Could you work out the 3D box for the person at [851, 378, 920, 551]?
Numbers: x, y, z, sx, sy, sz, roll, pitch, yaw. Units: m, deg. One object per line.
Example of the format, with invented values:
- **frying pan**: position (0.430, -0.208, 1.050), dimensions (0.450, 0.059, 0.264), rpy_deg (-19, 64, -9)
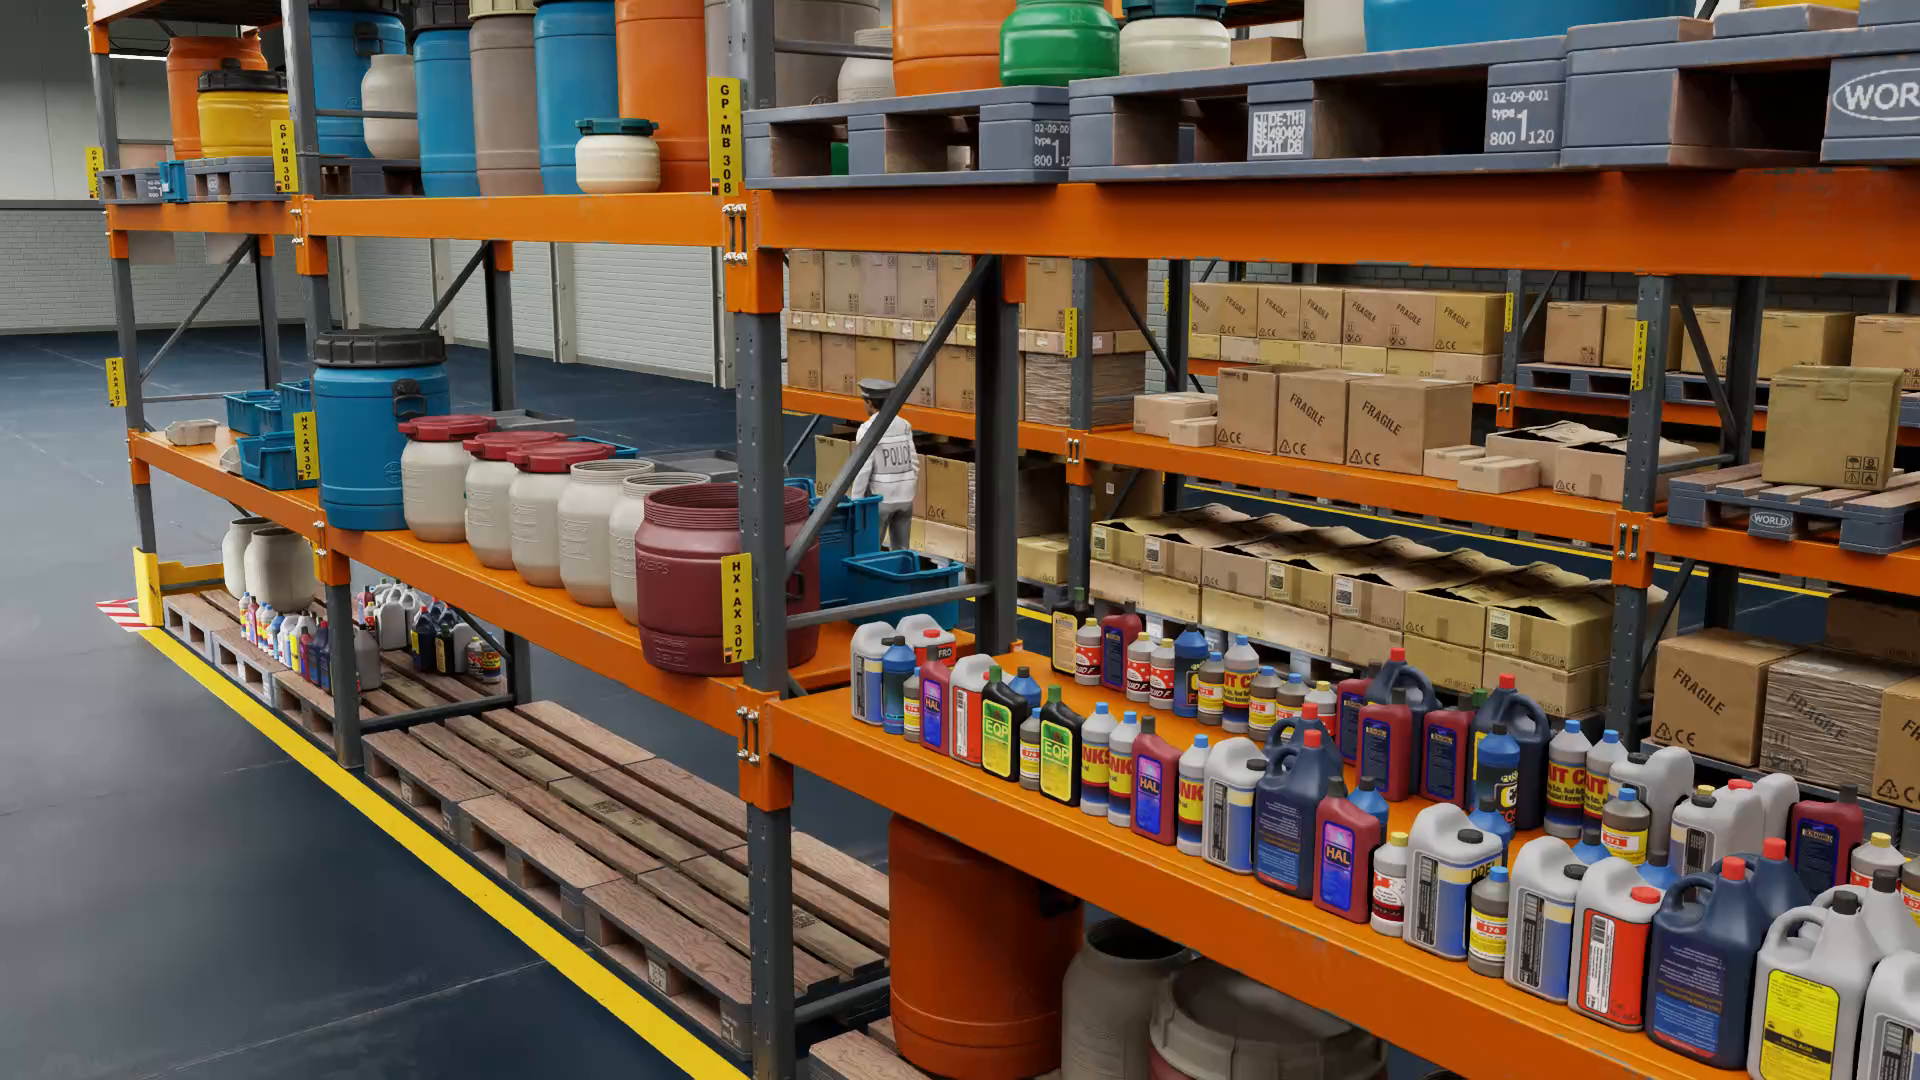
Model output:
- **person**: position (-0.517, -0.251, 11.204), dimensions (0.545, 1.666, 0.407), rpy_deg (-9, 15, -40)
